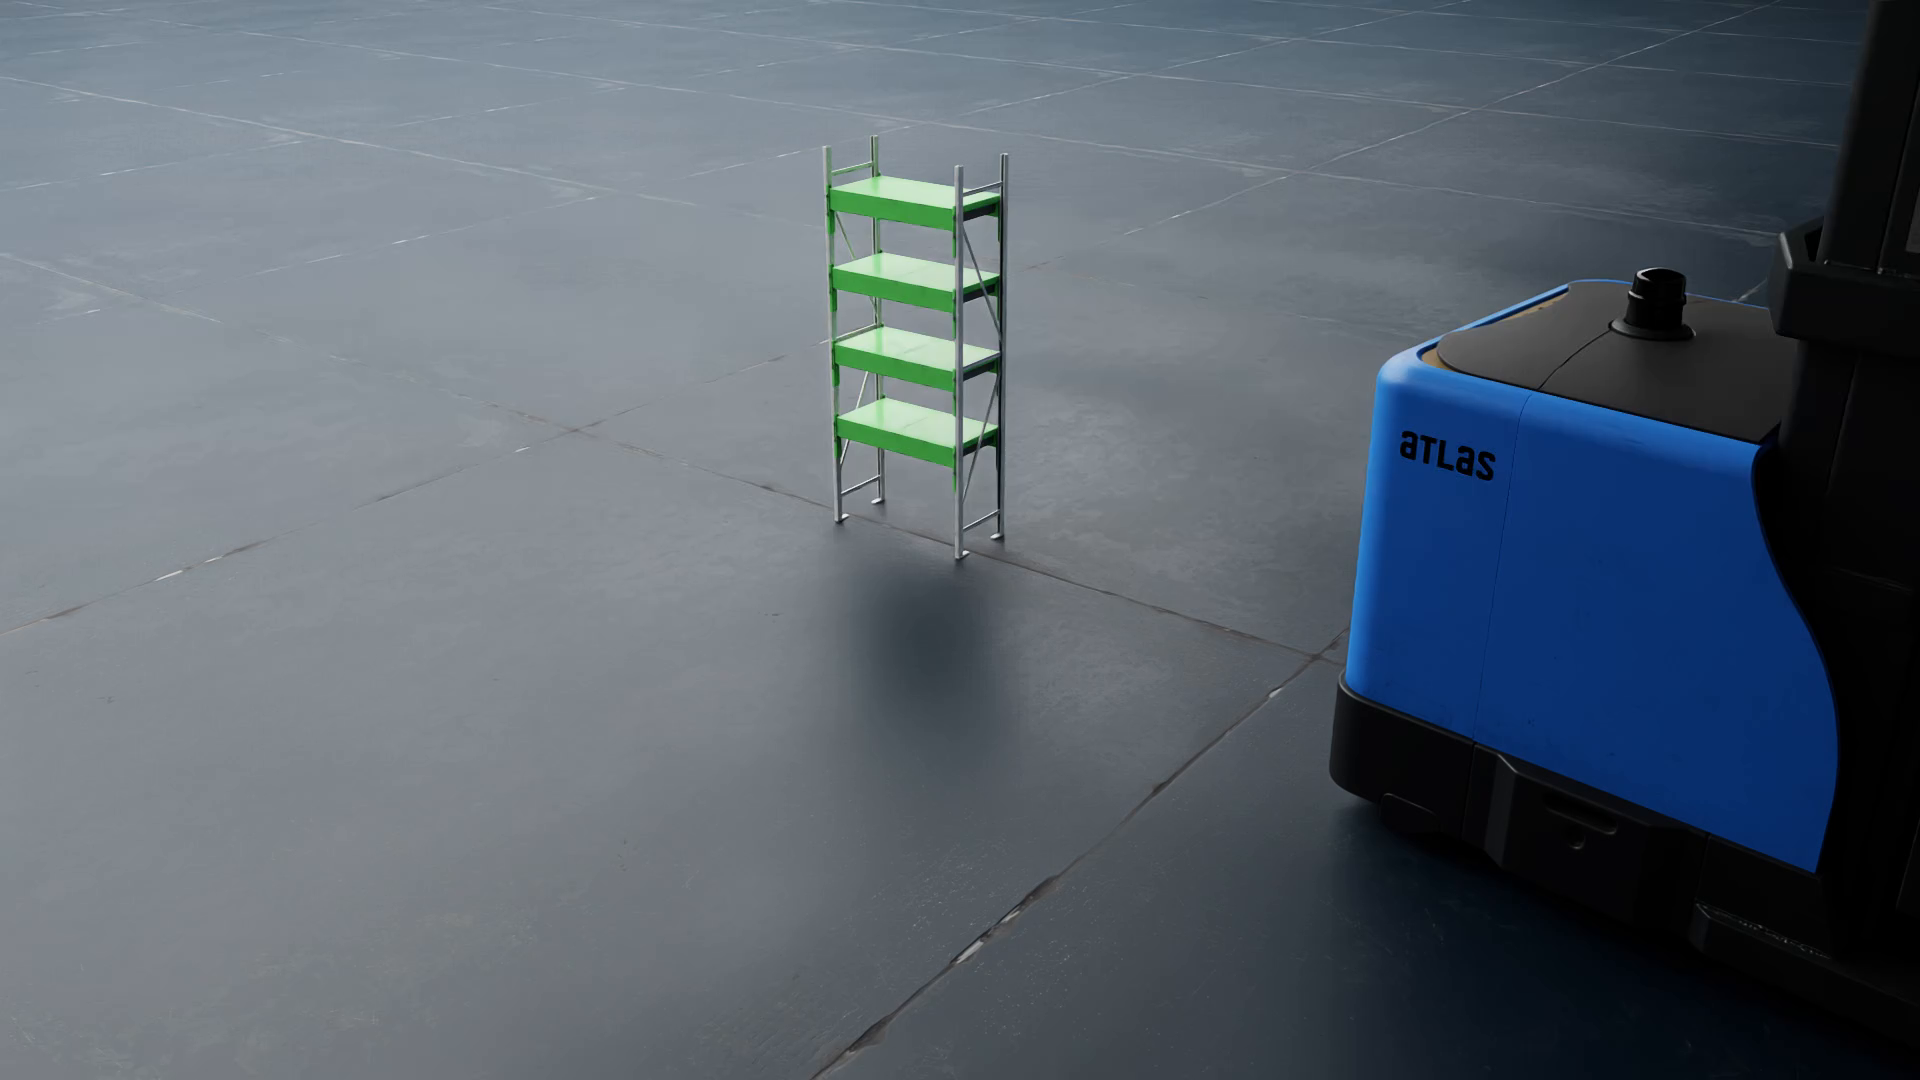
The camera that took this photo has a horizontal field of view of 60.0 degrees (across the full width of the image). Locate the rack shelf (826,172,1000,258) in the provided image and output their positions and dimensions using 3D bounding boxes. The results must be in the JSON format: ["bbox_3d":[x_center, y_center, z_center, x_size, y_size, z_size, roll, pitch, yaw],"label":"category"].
[{"bbox_3d":[-0.132,-0.970,4.931,0.480,0.148,0.258,17,29,33],"label":"rack shelf"}]

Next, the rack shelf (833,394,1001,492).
[{"bbox_3d":[-0.132,-0.311,5.221,0.480,0.148,0.258,17,29,33],"label":"rack shelf"}]

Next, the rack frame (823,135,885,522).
[{"bbox_3d":[-0.328,-0.648,5.233,0.015,1.200,0.240,17,29,33],"label":"rack frame"}]

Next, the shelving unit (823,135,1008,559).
[{"bbox_3d":[-0.132,-0.589,5.099,0.503,1.200,0.258,17,29,33],"label":"shelving unit"}]

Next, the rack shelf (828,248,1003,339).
[{"bbox_3d":[-0.132,-0.750,5.028,0.480,0.148,0.258,17,29,33],"label":"rack shelf"}]

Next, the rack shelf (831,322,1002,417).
[{"bbox_3d":[-0.132,-0.531,5.125,0.480,0.148,0.258,17,29,33],"label":"rack shelf"}]

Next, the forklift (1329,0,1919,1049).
[{"bbox_3d":[2.263,-0.459,2.657,3.031,2.935,1.130,21,32,39],"label":"forklift"}]

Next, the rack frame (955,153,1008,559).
[{"bbox_3d":[0.063,-0.530,4.965,0.015,1.200,0.240,17,29,33],"label":"rack frame"}]
